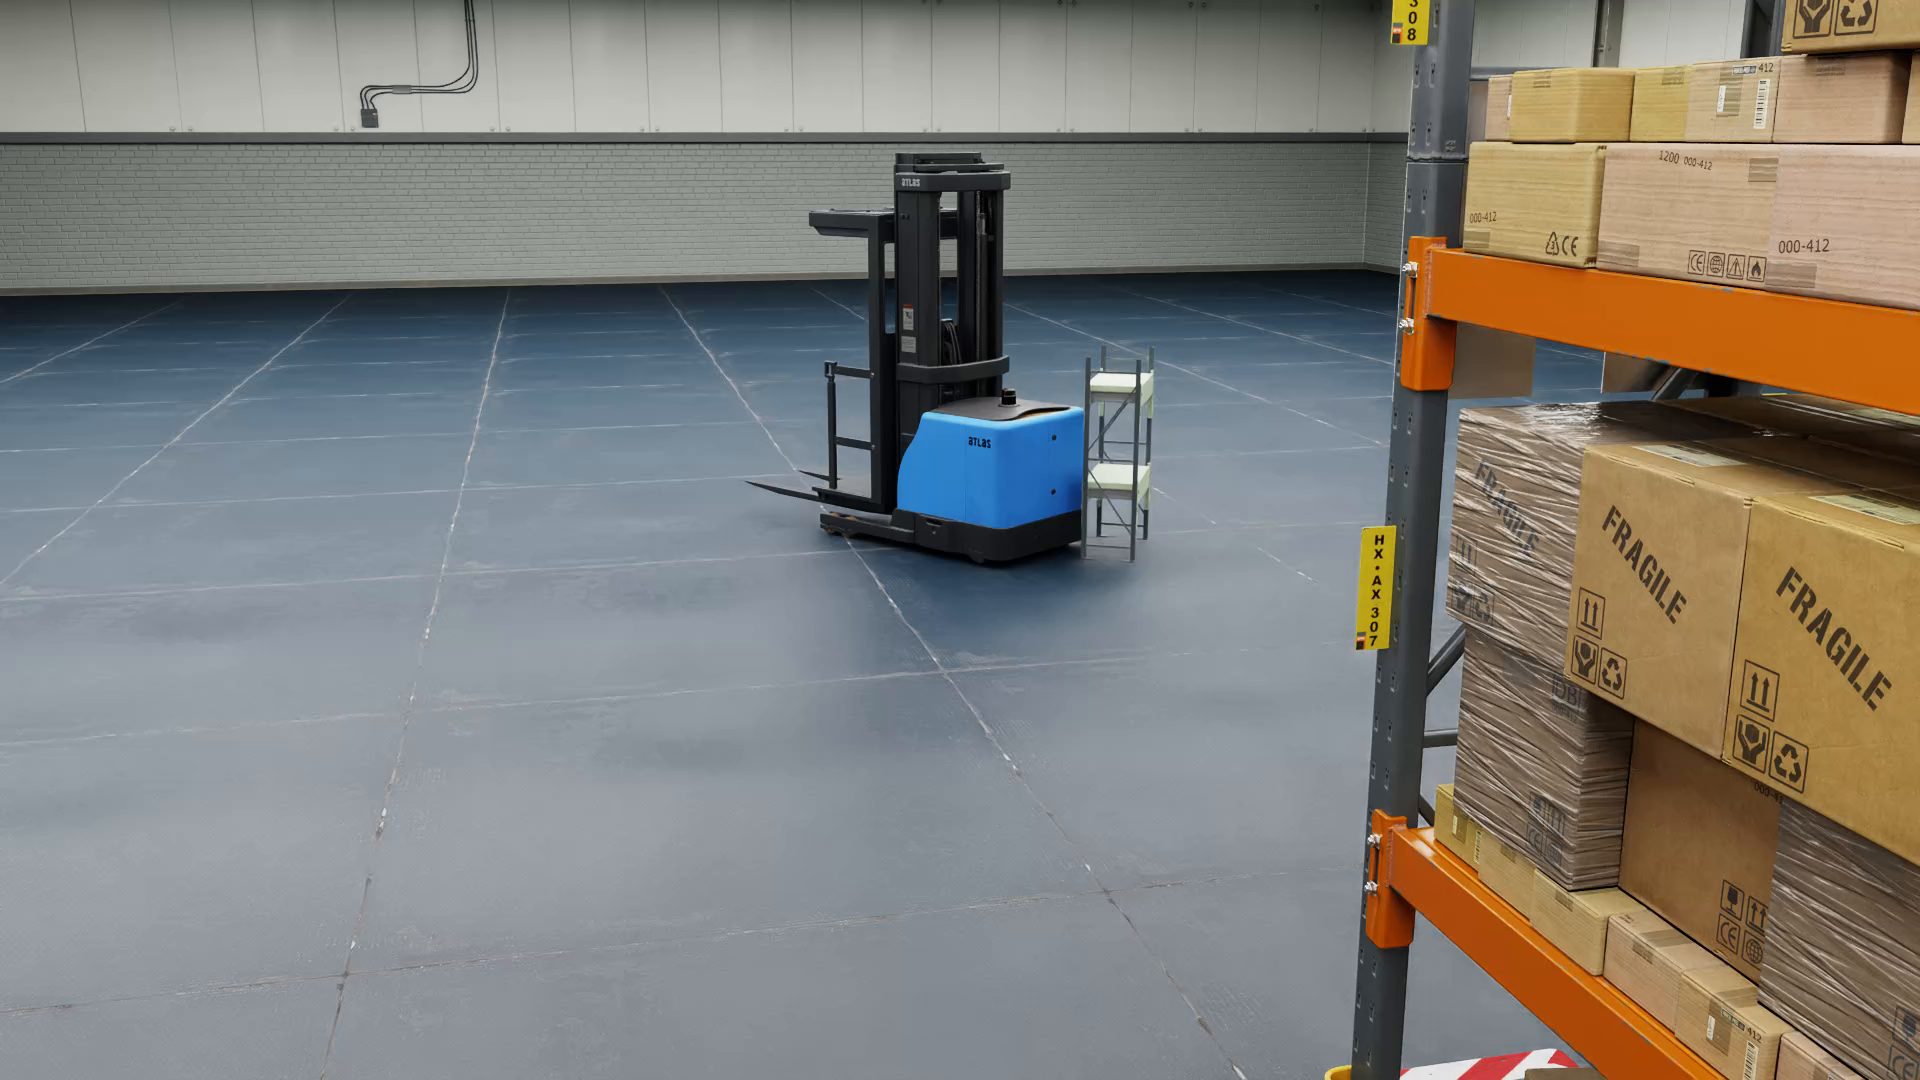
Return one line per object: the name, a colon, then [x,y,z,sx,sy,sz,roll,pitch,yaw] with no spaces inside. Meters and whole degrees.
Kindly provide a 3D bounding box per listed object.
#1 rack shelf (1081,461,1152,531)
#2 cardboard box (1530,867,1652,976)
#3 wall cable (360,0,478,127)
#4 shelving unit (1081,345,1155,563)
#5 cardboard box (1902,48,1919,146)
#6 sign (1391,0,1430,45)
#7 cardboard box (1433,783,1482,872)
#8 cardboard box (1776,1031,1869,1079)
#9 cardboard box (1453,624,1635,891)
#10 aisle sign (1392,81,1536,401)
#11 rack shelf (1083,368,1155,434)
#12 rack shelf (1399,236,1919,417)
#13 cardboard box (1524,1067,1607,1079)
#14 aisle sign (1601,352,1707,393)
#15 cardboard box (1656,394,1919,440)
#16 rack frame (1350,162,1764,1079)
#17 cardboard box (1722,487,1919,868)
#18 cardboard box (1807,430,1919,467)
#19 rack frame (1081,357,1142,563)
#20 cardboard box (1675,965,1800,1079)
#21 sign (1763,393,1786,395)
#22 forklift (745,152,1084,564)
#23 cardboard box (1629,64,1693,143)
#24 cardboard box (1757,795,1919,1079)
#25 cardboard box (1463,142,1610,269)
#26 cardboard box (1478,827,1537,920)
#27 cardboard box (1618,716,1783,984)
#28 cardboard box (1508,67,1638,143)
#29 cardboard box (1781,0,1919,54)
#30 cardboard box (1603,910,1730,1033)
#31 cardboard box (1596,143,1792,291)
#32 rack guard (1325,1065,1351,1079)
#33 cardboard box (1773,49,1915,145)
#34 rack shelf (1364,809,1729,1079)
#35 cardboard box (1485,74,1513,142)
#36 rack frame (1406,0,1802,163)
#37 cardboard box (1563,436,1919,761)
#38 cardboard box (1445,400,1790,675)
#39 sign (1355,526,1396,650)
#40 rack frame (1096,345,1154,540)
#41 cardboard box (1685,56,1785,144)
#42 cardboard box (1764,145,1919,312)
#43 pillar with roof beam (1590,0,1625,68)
rack shelf: [1.182,-0.345,12.544,0.431,0.370,0.720,4,14,13]
cardboard box: [1.518,0.833,3.727,0.380,0.149,0.250,-3,14,-13]
wall cable: [-10.791,-11.211,32.687,2.305,6.003,0.169,-3,14,-13]
shelving unit: [1.184,-0.661,12.466,0.431,1.500,0.755,4,14,13]
cardboard box: [1.711,-0.685,2.566,0.380,0.149,0.250,-4,14,-16]
sign: [1.071,-1.337,3.917,0.100,0.325,0.005,-3,14,-13]
cardboard box: [1.434,0.716,4.207,0.380,0.149,0.250,-3,14,-13]
cardboard box: [1.734,1.004,3.028,0.380,0.149,0.250,-3,14,-13]
cardboard box: [1.701,0.450,3.927,0.875,0.500,0.500,-3,14,-13]
aisle sign: [1.292,-0.746,4.182,0.394,0.787,0.004,-3,14,-13]
rack shelf: [1.187,-1.040,12.373,0.431,0.370,0.720,4,14,13]
rack shelf: [2.068,-0.132,2.341,1.077,0.370,4.000,-3,14,-13]
cardboard box: [1.729,1.670,4.154,0.500,0.500,0.500,-1,14,-3]
aisle sign: [1.876,-0.779,4.319,0.394,0.787,0.004,-3,14,-13]
cardboard box: [1.968,-0.051,3.871,0.500,0.500,0.500,-3,14,-13]
rack frame: [1.599,0.515,4.500,1.000,3.000,0.127,-3,14,-13]
cardboard box: [1.692,0.209,2.807,0.500,0.500,0.500,-3,14,-13]
cardboard box: [2.091,0.064,3.401,0.500,0.500,0.500,-3,14,-13]
rack frame: [1.098,-0.577,12.121,0.400,1.500,0.023,4,14,13]
cardboard box: [1.649,0.948,3.258,0.380,0.149,0.250,-3,14,-13]
sign: [2.143,-0.228,4.433,0.100,0.325,0.005,-3,14,-13]
forklift: [-0.467,-1.524,12.990,3.031,2.935,1.130,12,18,41]
cardboard box: [1.584,-0.870,3.325,0.380,0.149,0.250,-4,14,-14]
cardboard box: [2.010,0.676,3.001,0.875,0.500,0.500,-3,14,-13]
cardboard box: [1.460,-0.744,3.648,0.500,0.250,0.500,-3,14,-12]
cardboard box: [1.474,0.774,3.966,0.380,0.149,0.250,-3,14,-13]
cardboard box: [1.935,0.559,3.483,0.875,0.500,0.500,-3,14,-13]
cardboard box: [1.405,-0.922,3.535,0.380,0.149,0.250,-3,14,-12]
cardboard box: [1.685,-1.021,2.574,0.500,0.500,0.500,-3,14,-13]
cardboard box: [1.597,0.889,3.495,0.380,0.149,0.250,-3,14,-13]
cardboard box: [1.588,-0.625,3.162,0.500,0.250,0.500,-4,14,-14]
rack guard: [1.616,1.746,4.725,1.175,0.500,0.348,-3,14,-13]
cardboard box: [1.632,-0.747,2.821,0.380,0.149,0.250,-3,14,-13]
rack shelf: [2.068,1.326,2.697,1.077,0.370,4.000,-3,14,-13]
cardboard box: [1.438,-0.987,3.802,0.380,0.149,0.250,-3,14,-14]
rack frame: [1.599,-2.400,3.788,1.000,3.000,0.127,-3,14,-13]
cardboard box: [1.573,0.094,3.279,0.500,0.500,0.500,-3,14,-13]
cardboard box: [1.463,-0.022,3.753,0.500,0.500,0.500,-3,14,-13]
sign: [1.071,0.124,4.274,0.100,0.325,0.005,-3,14,-13]
rack frame: [1.270,-0.746,12.812,0.400,1.500,0.023,4,14,13]
cardboard box: [1.579,-0.803,3.051,0.380,0.149,0.250,-3,14,-11]
cardboard box: [1.700,-0.511,2.694,0.500,0.250,0.500,-3,14,-13]
pillar with roof beam: [7.227,-8.411,28.395,9.100,9.000,0.400,-3,14,-13]
